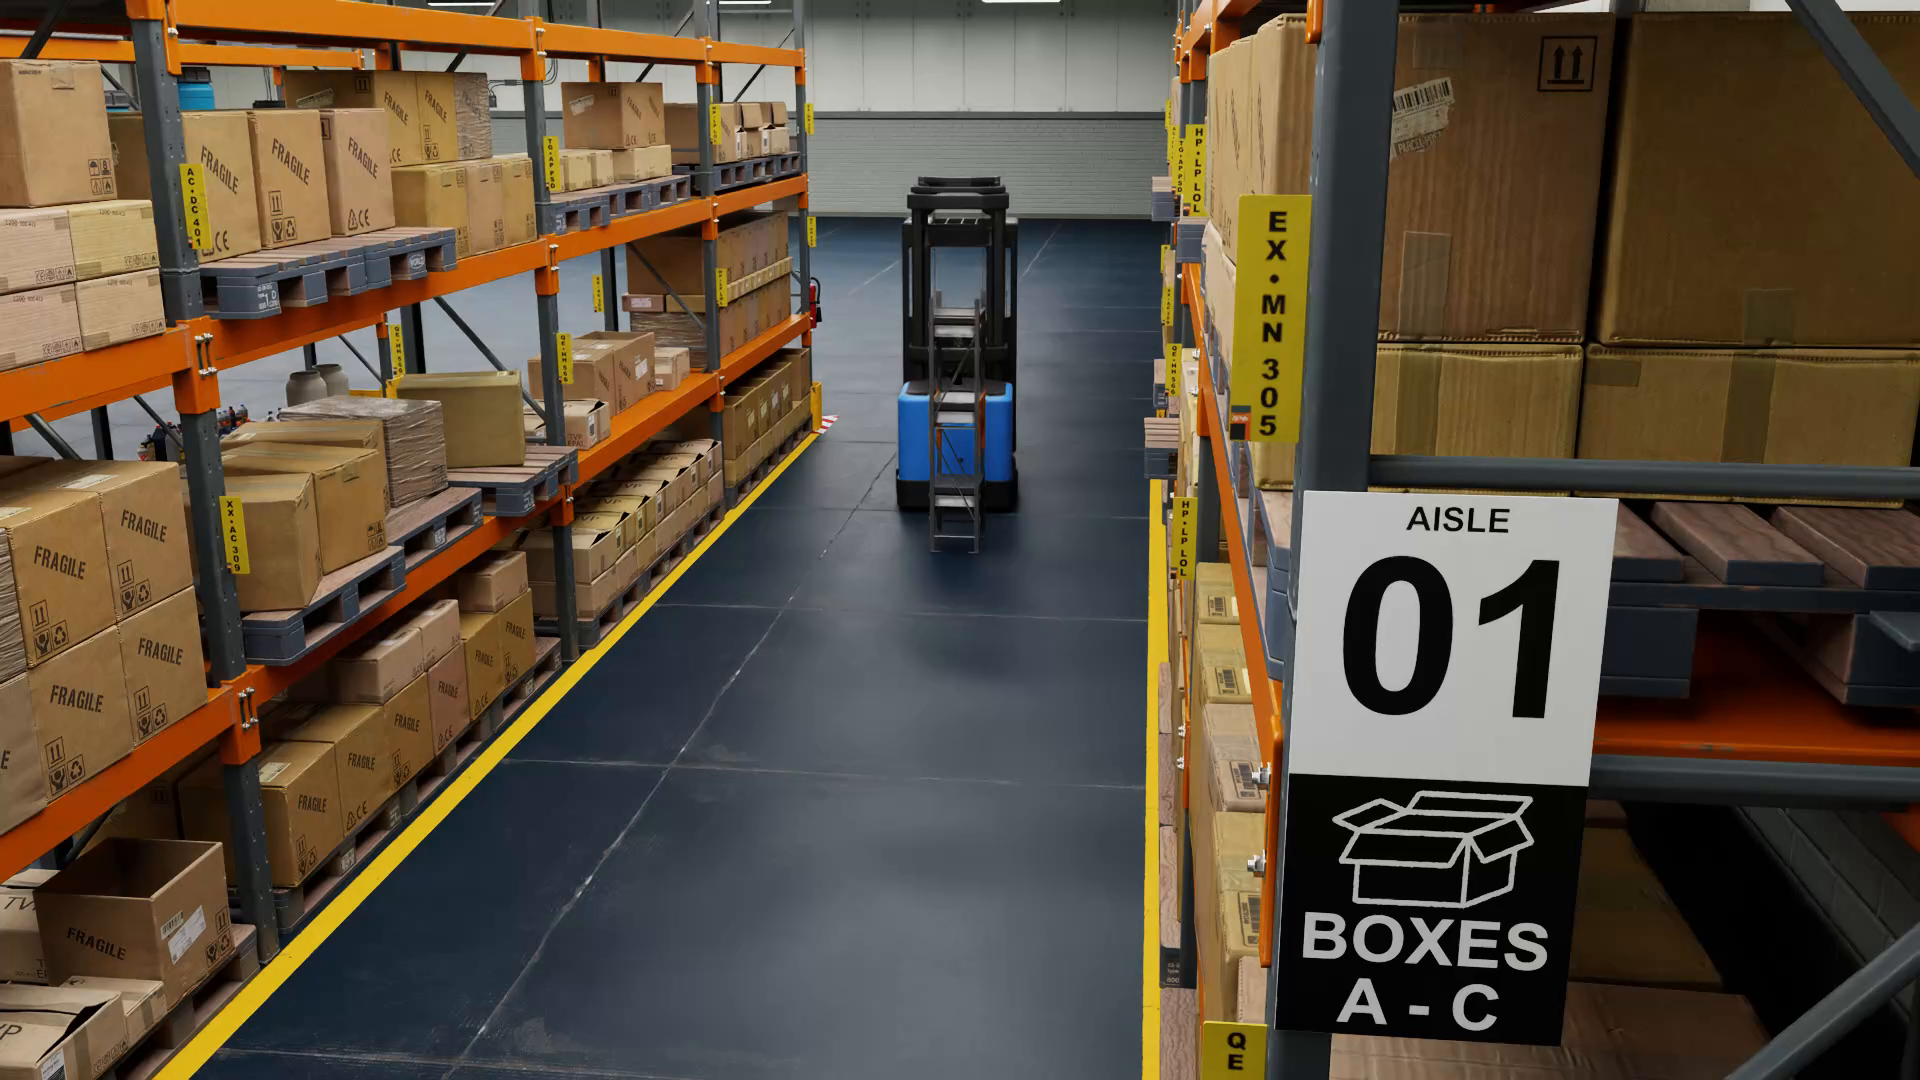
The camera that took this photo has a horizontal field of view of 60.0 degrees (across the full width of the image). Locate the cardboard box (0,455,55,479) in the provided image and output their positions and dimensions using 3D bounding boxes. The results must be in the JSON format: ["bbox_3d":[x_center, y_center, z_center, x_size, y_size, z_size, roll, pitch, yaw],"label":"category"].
[{"bbox_3d":[-3.854,-0.032,6.427,0.500,0.500,0.500,2,15,8],"label":"cardboard box"}]

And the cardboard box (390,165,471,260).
[{"bbox_3d":[-3.202,-1.767,9.014,0.910,0.500,0.500,2,15,6],"label":"cardboard box"}]

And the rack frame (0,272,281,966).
[{"bbox_3d":[-3.522,0.385,6.992,1.000,3.000,0.127,2,15,6],"label":"rack frame"}]

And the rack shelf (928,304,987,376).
[{"bbox_3d":[-0.019,-1.633,13.550,0.431,0.518,0.480,2,15,6],"label":"rack shelf"}]

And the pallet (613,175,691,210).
[{"bbox_3d":[-2.705,-2.816,13.451,0.805,0.209,1.217,1,15,4],"label":"pallet"}]

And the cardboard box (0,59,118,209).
[{"bbox_3d":[-3.538,-1.467,5.986,0.700,0.500,0.500,2,15,6],"label":"cardboard box"}]

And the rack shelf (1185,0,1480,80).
[{"bbox_3d":[1.627,-2.344,7.737,1.077,0.370,4.000,2,15,6],"label":"rack shelf"}]

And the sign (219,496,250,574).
[{"bbox_3d":[-2.982,-0.019,6.827,0.100,0.325,0.005,2,15,6],"label":"sign"}]

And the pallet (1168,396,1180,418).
[{"bbox_3d":[2.035,-0.929,12.220,1.003,0.211,1.213,2,15,6],"label":"pallet"}]

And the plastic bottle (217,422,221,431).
[{"bbox_3d":[-7.664,-1.134,17.128,0.097,0.201,0.097,0,15,0],"label":"plastic bottle"}]

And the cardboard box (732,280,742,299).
[{"bbox_3d":[-2.282,-2.380,15.784,0.380,0.149,0.250,1,15,4],"label":"cardboard box"}]

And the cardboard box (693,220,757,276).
[{"bbox_3d":[-2.405,-2.870,16.353,0.700,0.500,0.500,2,15,6],"label":"cardboard box"}]

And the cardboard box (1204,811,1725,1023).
[{"bbox_3d":[1.068,1.101,3.769,0.980,0.700,0.700,2,15,6],"label":"cardboard box"}]

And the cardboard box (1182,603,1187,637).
[{"bbox_3d":[1.208,0.343,7.589,0.380,0.149,0.250,2,15,6],"label":"cardboard box"}]

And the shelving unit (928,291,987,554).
[{"bbox_3d":[-0.019,-0.971,13.729,0.431,2.100,0.503,2,15,6],"label":"shelving unit"}]

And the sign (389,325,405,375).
[{"bbox_3d":[-3.622,-1.227,10.734,0.100,0.325,0.005,2,15,6],"label":"sign"}]

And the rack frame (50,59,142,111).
[{"bbox_3d":[-7.540,-4.733,14.425,1.000,3.000,0.127,2,15,6],"label":"rack frame"}]

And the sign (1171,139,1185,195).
[{"bbox_3d":[1.313,-2.222,9.894,0.100,0.325,0.005,2,15,6],"label":"sign"}]

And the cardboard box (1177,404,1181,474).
[{"bbox_3d":[1.543,-0.591,9.800,0.500,0.500,0.500,2,15,8],"label":"cardboard box"}]

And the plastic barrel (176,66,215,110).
[{"bbox_3d":[-7.321,-3.984,15.639,0.600,0.901,0.708,2,15,6],"label":"plastic barrel"}]

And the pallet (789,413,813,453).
[{"bbox_3d":[-2.212,-1.182,18.127,1.003,0.211,1.213,2,15,6],"label":"pallet"}]

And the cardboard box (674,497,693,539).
[{"bbox_3d":[-2.494,-0.185,13.564,0.500,0.250,0.500,2,15,8],"label":"cardboard box"}]

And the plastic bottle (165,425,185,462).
[{"bbox_3d":[-7.611,-0.942,16.130,0.144,0.351,0.185,2,15,6],"label":"plastic bottle"}]

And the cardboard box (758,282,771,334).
[{"bbox_3d":[-2.349,-2.390,17.062,0.700,0.500,0.500,2,15,7],"label":"cardboard box"}]

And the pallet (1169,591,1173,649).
[{"bbox_3d":[1.942,0.636,11.406,1.003,0.211,1.213,2,15,6],"label":"pallet"}]

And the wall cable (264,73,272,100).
[{"bbox_3d":[-22.732,-13.206,51.710,3.097,2.526,0.112,2,15,6],"label":"wall cable"}]

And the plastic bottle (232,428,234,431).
[{"bbox_3d":[-7.140,-0.970,16.388,0.097,0.271,0.097,0,15,0],"label":"plastic bottle"}]

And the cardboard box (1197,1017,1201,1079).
[{"bbox_3d":[1.155,1.855,5.539,0.700,0.500,0.500,2,15,6],"label":"cardboard box"}]

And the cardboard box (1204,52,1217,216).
[{"bbox_3d":[1.042,-1.282,5.265,0.500,0.500,0.500,2,15,6],"label":"cardboard box"}]

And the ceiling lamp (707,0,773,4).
[{"bbox_3d":[-5.737,-15.230,42.063,2.000,3.185,0.800,2,15,6],"label":"ceiling lamp"}]

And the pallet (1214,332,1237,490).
[{"bbox_3d":[1.158,-0.348,4.125,1.003,0.211,1.213,2,15,6],"label":"pallet"}]

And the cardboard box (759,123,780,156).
[{"bbox_3d":[-2.098,-3.952,16.382,0.500,0.311,0.500,4,16,13],"label":"cardboard box"}]

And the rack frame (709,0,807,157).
[{"bbox_3d":[-2.167,-5.623,17.718,1.000,3.000,0.127,2,15,6],"label":"rack frame"}]

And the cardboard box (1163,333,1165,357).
[{"bbox_3d":[2.162,-1.874,15.594,0.500,0.250,0.500,2,15,6],"label":"cardboard box"}]

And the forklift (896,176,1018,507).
[{"bbox_3d":[0.008,-2.037,16.080,1.130,2.935,3.031,1,15,2],"label":"forklift"}]

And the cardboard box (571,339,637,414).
[{"bbox_3d":[-2.838,-1.273,12.931,0.500,0.500,0.500,2,15,6],"label":"cardboard box"}]

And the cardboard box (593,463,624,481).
[{"bbox_3d":[-3.032,-0.472,13.550,0.500,0.311,0.500,1,15,4],"label":"cardboard box"}]

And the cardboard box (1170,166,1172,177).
[{"bbox_3d":[2.318,-3.736,16.255,0.500,0.500,0.500,2,15,9],"label":"cardboard box"}]

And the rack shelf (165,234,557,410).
[{"bbox_3d":[-3.296,-1.234,8.612,1.077,0.370,4.000,2,15,6],"label":"rack shelf"}]

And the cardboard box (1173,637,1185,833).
[{"bbox_3d":[1.442,0.962,8.172,0.750,0.750,0.750,2,15,8],"label":"cardboard box"}]

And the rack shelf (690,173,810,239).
[{"bbox_3d":[-2.393,-3.309,16.286,1.077,0.370,4.000,2,15,6],"label":"rack shelf"}]

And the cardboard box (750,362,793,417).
[{"bbox_3d":[-2.031,-1.557,17.200,0.500,0.500,0.500,2,15,6],"label":"cardboard box"}]

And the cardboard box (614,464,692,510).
[{"bbox_3d":[-2.491,-0.458,13.498,0.500,0.311,0.500,2,15,6],"label":"cardboard box"}]

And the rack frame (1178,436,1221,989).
[{"bbox_3d":[1.401,0.530,6.456,1.000,3.000,0.127,2,15,6],"label":"rack frame"}]

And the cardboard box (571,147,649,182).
[{"bbox_3d":[-2.757,-2.966,13.121,0.500,0.250,0.500,0,15,1],"label":"cardboard box"}]

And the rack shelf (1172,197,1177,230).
[{"bbox_3d":[2.529,-3.164,15.750,1.077,0.370,4.000,2,15,6],"label":"rack shelf"}]

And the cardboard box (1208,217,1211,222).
[{"bbox_3d":[1.061,-0.925,5.382,0.500,0.250,0.500,2,15,6],"label":"cardboard box"}]

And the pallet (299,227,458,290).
[{"bbox_3d":[-3.264,-1.408,8.238,1.213,0.211,1.003,2,15,6],"label":"pallet"}]

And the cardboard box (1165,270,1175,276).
[{"bbox_3d":[2.168,-2.236,15.496,0.500,0.500,0.500,1,15,5],"label":"cardboard box"}]

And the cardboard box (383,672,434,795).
[{"bbox_3d":[-3.112,0.993,8.689,0.500,0.500,0.500,2,15,7],"label":"cardboard box"}]

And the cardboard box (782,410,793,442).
[{"bbox_3d":[-2.034,-1.195,17.298,0.500,0.250,0.500,2,15,6],"label":"cardboard box"}]

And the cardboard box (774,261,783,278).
[{"bbox_3d":[-2.078,-2.850,17.520,0.380,0.149,0.250,1,15,5],"label":"cardboard box"}]

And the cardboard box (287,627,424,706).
[{"bbox_3d":[-3.112,0.640,8.559,0.500,0.250,0.500,2,15,6],"label":"cardboard box"}]
